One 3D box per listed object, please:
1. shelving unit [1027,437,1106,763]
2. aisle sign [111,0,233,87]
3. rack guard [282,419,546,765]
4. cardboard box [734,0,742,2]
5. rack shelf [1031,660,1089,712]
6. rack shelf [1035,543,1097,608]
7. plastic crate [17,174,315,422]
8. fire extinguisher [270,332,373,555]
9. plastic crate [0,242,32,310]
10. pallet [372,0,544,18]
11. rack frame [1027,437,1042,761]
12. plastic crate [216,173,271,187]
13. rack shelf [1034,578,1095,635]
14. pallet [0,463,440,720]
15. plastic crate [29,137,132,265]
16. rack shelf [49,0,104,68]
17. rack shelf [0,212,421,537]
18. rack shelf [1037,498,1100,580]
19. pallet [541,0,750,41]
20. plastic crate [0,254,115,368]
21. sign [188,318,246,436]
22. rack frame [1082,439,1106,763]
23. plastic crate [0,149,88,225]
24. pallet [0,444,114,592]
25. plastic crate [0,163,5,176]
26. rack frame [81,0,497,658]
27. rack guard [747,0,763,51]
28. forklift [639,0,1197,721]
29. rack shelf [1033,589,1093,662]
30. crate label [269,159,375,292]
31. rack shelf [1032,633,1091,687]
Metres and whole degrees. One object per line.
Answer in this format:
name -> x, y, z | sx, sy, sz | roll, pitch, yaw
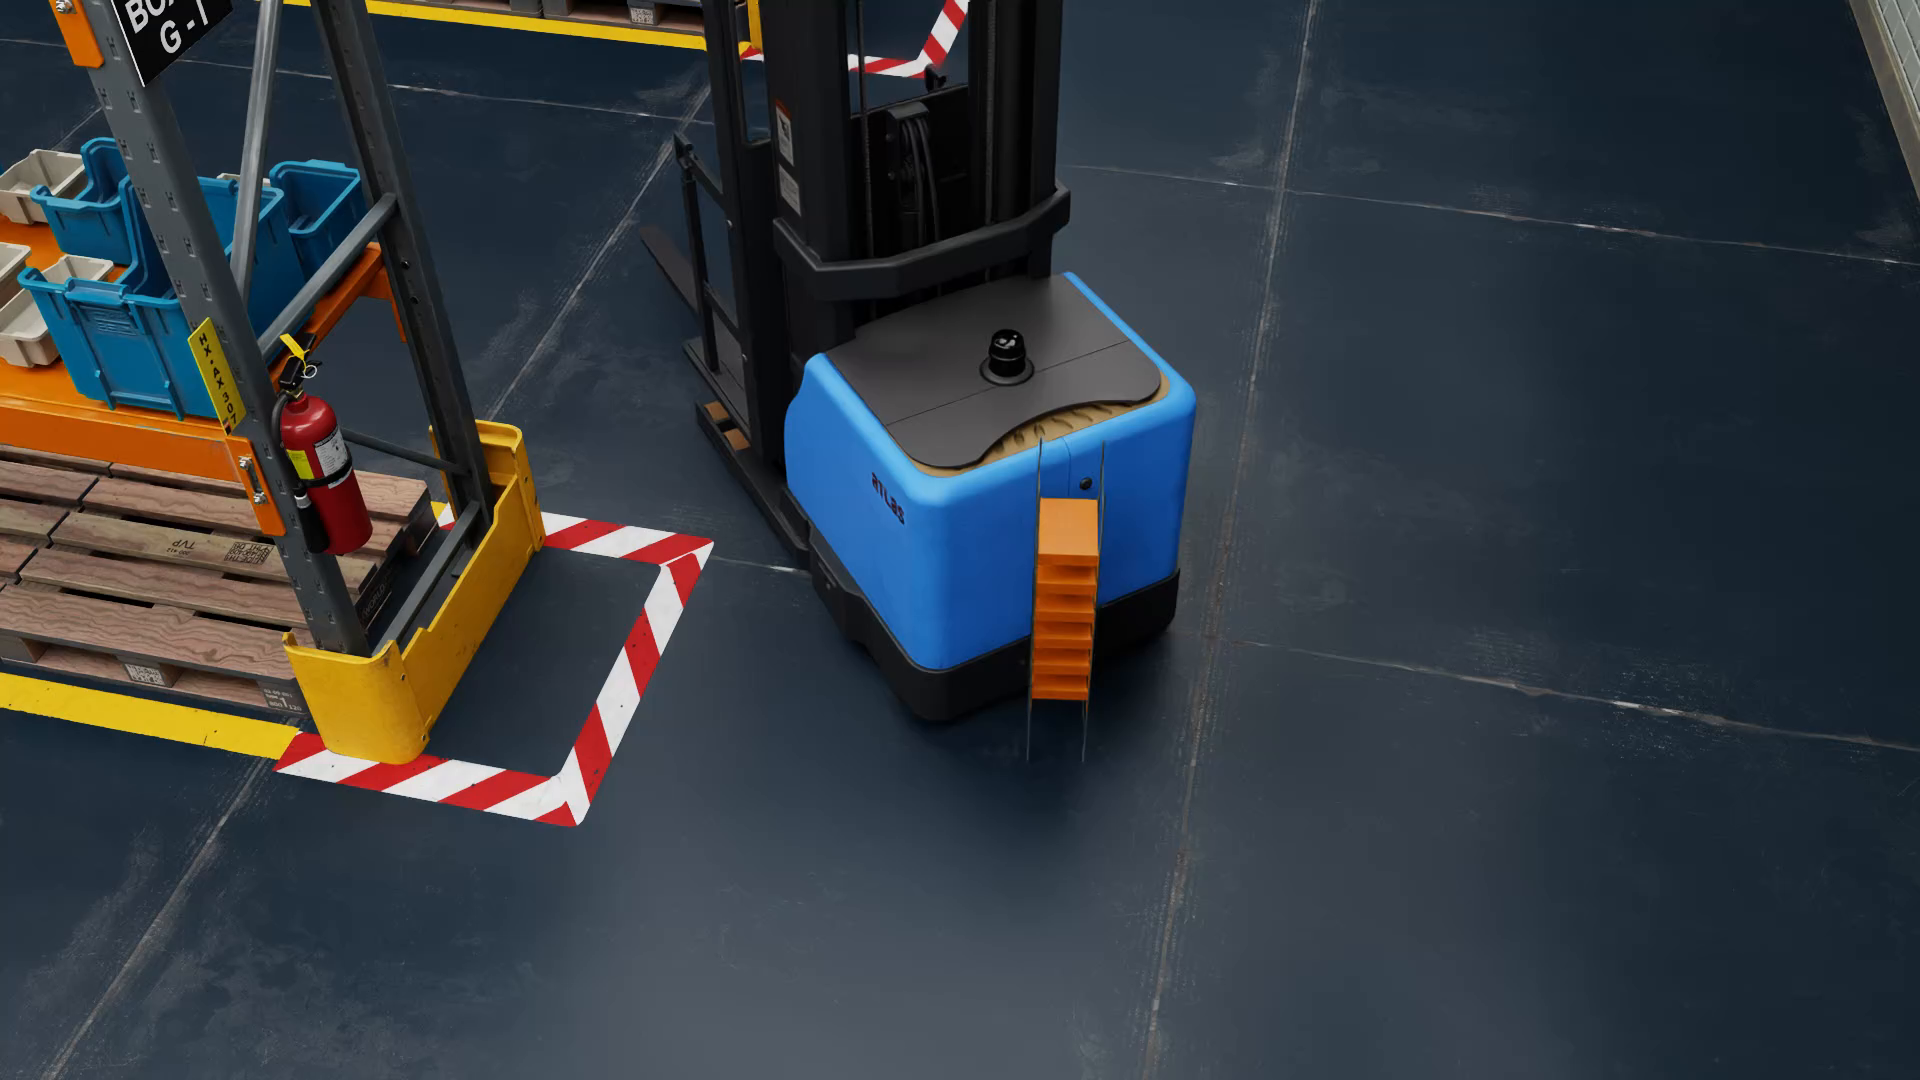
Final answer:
shelving unit -> 0.321, 0.218, 5.158 | 0.189, 1.200, 0.258 | 2, 44, 2
aisle sign -> -1.860, -1.474, 3.744 | 0.004, 0.787, 0.394 | 9, 45, 9
rack guard -> -1.840, 0.149, 5.735 | 0.348, 0.500, 1.175 | 9, 45, 9
cardboard box -> -1.366, -3.272, 8.972 | 0.500, 0.500, 0.500 | 9, 45, 9
rack shelf -> 0.321, 0.422, 5.356 | 0.180, 0.103, 0.258 | 2, 44, 2
rack shelf -> 0.321, 0.077, 5.022 | 0.180, 0.103, 0.258 | 2, 44, 2
plastic crate -> -2.234, -0.706, 4.751 | 0.499, 0.435, 0.616 | 9, 45, 9
fire extinguisher -> -1.819, -0.254, 4.676 | 0.183, 0.674, 0.296 | 9, 45, 9
plastic crate -> -2.982, -0.728, 4.990 | 0.243, 0.136, 0.396 | 9, 45, 9
pallet -> -2.821, -3.412, 9.642 | 1.213, 0.211, 1.003 | 9, 45, 9
rack frame -> 0.229, 0.215, 5.161 | 0.006, 1.200, 0.240 | 2, 44, 2
plastic crate -> -2.331, -1.038, 5.313 | 0.298, 0.136, 0.250 | 9, 45, 9
rack shelf -> 0.321, 0.163, 5.105 | 0.180, 0.103, 0.258 | 2, 44, 2
pallet -> -2.663, 0.107, 5.987 | 1.213, 0.211, 1.003 | 9, 45, 9
plastic crate -> -2.678, -1.068, 5.274 | 0.300, 0.233, 0.416 | 9, 45, 9
rack shelf -> -3.818, -1.871, 4.387 | 4.000, 0.370, 1.077 | 9, 45, 9
rack shelf -> -3.818, -0.791, 5.427 | 4.000, 0.370, 1.077 | 9, 45, 9
rack shelf -> 0.321, -0.009, 4.939 | 0.180, 0.103, 0.258 | 2, 44, 2
pallet -> -1.634, -3.225, 9.449 | 1.213, 0.211, 1.003 | 9, 45, 9
plastic crate -> -2.702, -0.674, 4.935 | 0.243, 0.136, 0.396 | 9, 45, 9
sign -> -1.971, -0.431, 4.417 | 0.005, 0.325, 0.100 | 9, 45, 9
rack frame -> 0.412, 0.221, 5.155 | 0.006, 1.200, 0.240 | 2, 44, 2
plastic crate -> -2.993, -1.141, 5.419 | 0.298, 0.136, 0.250 | 9, 45, 9
pallet -> -3.850, -0.080, 6.180 | 1.213, 0.211, 1.003 | 9, 45, 9
plastic crate -> -3.321, -1.168, 5.378 | 0.300, 0.233, 0.416 | 9, 45, 9
rack frame -> -1.867, -0.747, 4.863 | 0.127, 3.000, 1.000 | 9, 45, 9
rack guard -> -0.856, -3.209, 9.224 | 0.348, 0.500, 1.175 | 9, 45, 9
forklift -> -0.395, -1.471, 5.664 | 1.130, 2.935, 3.031 | -21, 48, -20
rack shelf -> 0.321, 0.250, 5.189 | 0.180, 0.103, 0.258 | 2, 44, 2
crate label -> -2.036, -0.968, 5.171 | 0.303, 0.233, 0.416 | 9, 45, 9
rack shelf -> 0.321, 0.336, 5.272 | 0.180, 0.103, 0.258 | 2, 44, 2
